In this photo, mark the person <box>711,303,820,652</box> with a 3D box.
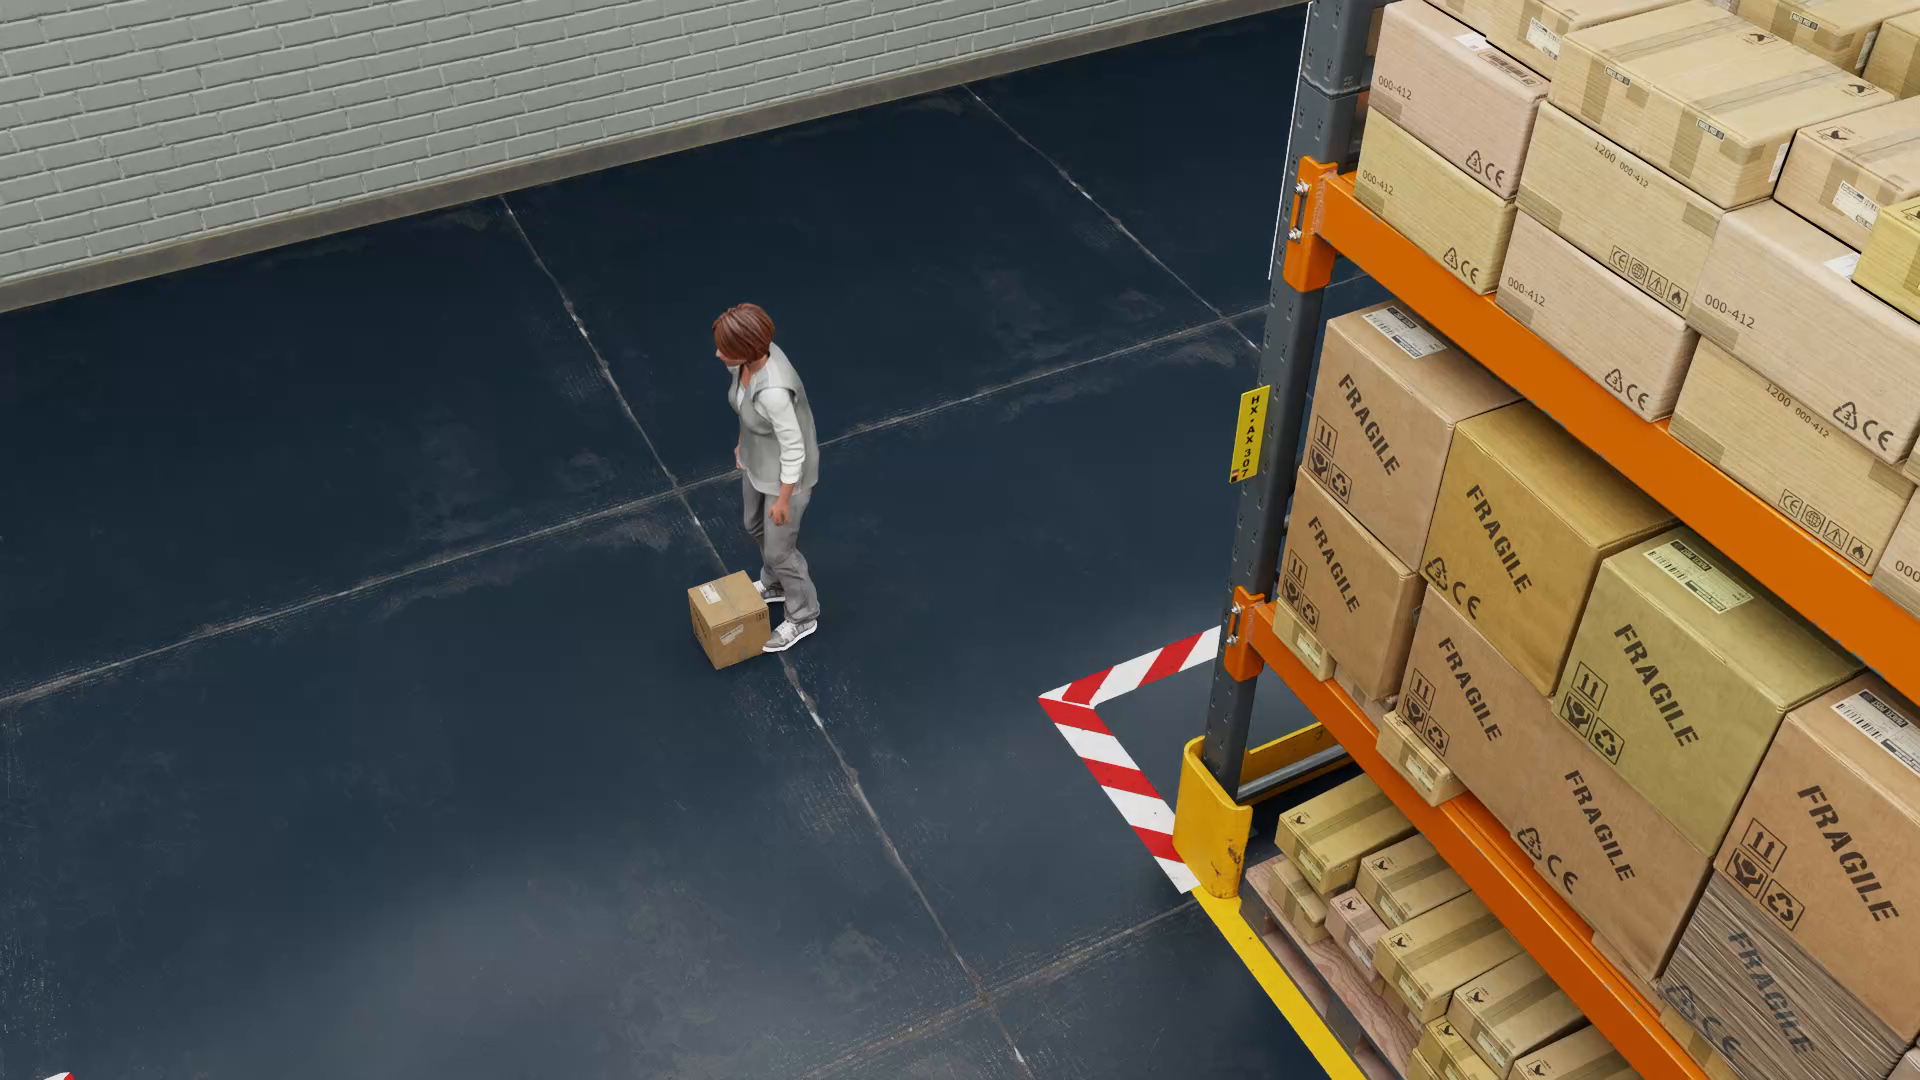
[{"bbox_3d":[-0.731,-0.255,6.452,0.343,1.593,0.461,-19,45,-20],"label":"person"}]
